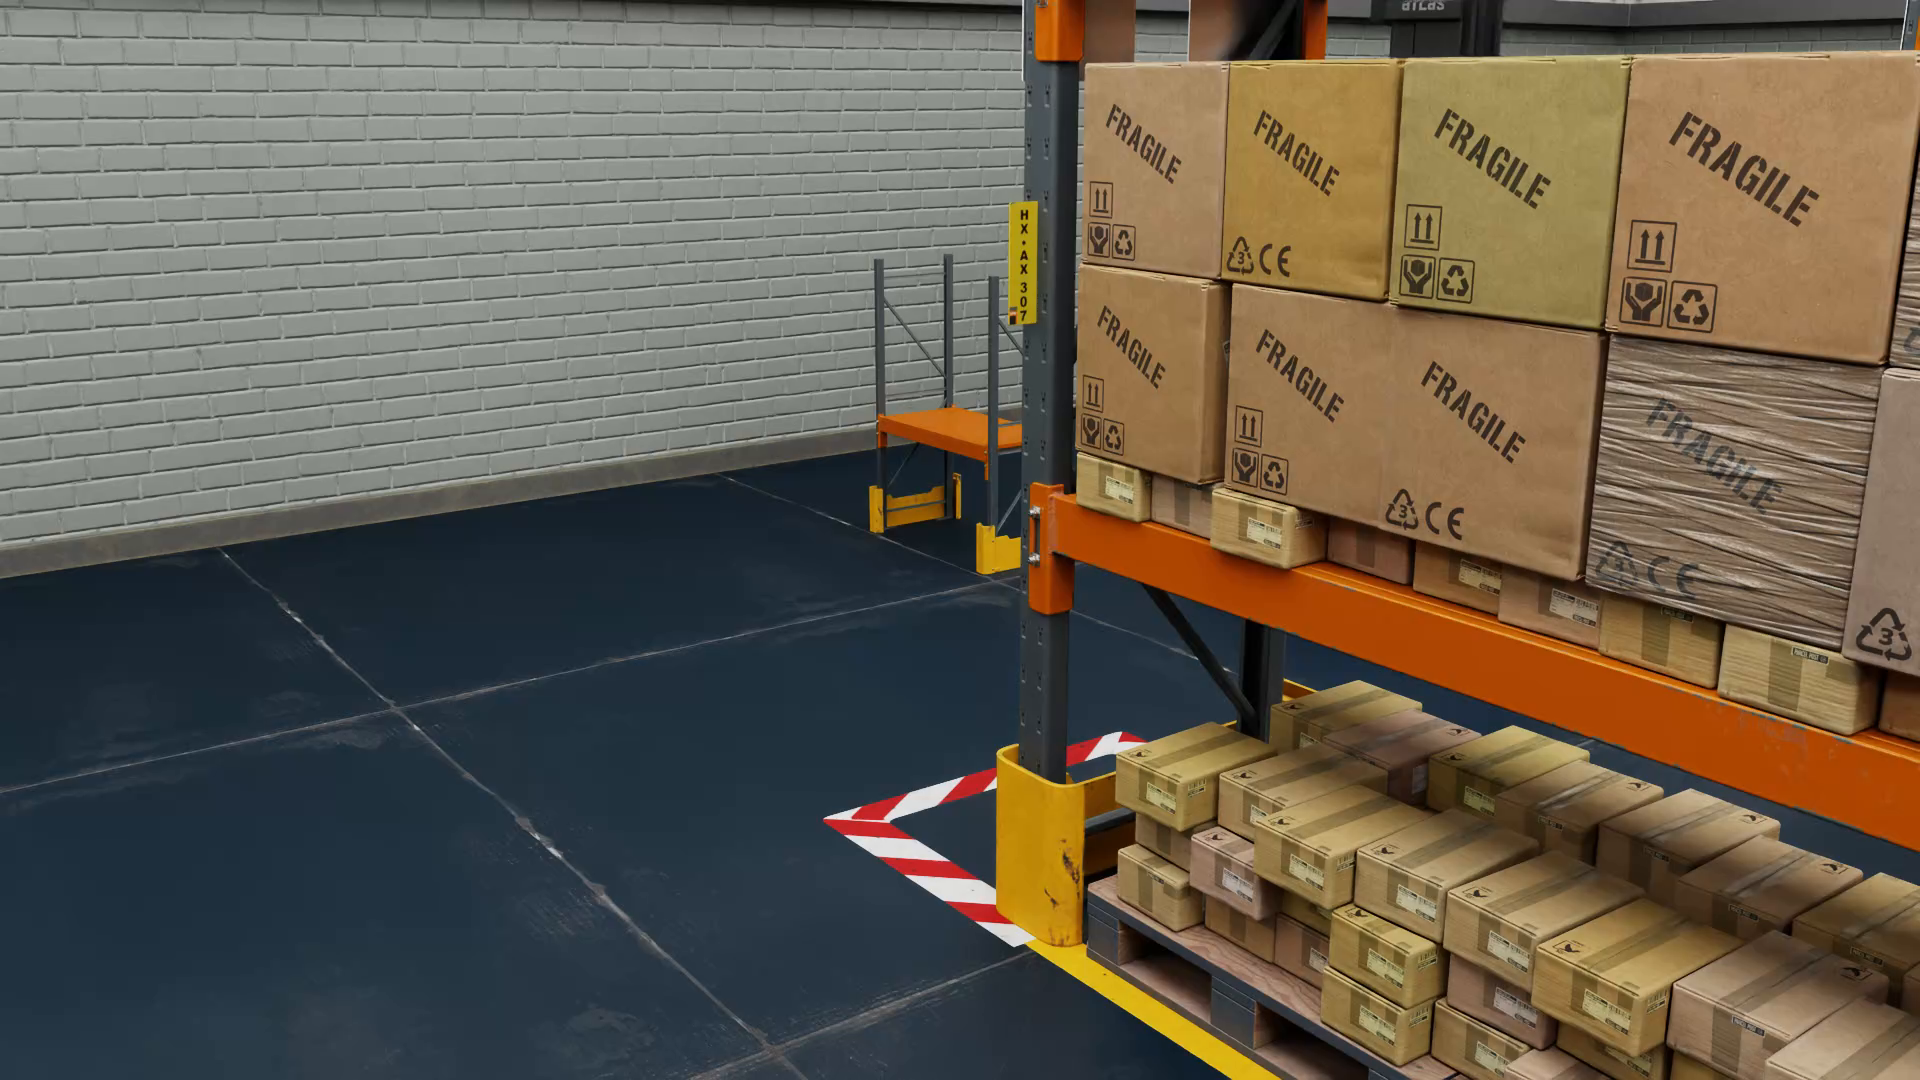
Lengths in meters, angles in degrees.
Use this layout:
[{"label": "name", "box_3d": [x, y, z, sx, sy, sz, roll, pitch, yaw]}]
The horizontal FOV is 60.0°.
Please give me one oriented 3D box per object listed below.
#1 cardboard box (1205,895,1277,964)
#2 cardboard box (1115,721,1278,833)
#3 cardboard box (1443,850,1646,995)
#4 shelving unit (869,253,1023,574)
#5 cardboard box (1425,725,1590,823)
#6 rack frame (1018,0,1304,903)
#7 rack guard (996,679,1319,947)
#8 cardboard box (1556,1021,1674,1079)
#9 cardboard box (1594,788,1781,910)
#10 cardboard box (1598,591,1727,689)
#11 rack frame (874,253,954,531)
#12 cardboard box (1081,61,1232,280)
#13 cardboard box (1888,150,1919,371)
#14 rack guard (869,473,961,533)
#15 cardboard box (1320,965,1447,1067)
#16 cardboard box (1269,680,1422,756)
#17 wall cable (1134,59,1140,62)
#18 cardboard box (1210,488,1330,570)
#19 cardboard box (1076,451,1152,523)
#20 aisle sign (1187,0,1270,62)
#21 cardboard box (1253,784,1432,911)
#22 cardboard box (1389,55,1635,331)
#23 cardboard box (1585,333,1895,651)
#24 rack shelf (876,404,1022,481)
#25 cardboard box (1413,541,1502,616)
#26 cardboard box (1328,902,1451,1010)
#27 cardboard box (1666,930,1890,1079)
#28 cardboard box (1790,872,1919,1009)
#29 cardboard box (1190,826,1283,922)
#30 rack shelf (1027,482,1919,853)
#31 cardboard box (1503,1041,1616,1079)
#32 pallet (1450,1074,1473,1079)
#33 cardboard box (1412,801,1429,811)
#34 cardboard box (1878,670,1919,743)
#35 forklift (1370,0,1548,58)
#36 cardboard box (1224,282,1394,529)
[{"label": "cardboard box", "box_3d": [0.880, 0.967, 4.465, 0.380, 0.149, 0.250, -11, 19, -35]}, {"label": "cardboard box", "box_3d": [0.644, 0.640, 4.533, 0.380, 0.149, 0.250, -12, 19, -37]}, {"label": "cardboard box", "box_3d": [1.316, 0.855, 3.748, 0.380, 0.149, 0.250, -10, 18, -32]}, {"label": "shelving unit", "box_3d": [0.045, -0.707, 8.819, 0.587, 1.500, 1.083, -11, 19, -35]}, {"label": "cardboard box", "box_3d": [1.484, 0.647, 4.506, 0.380, 0.149, 0.250, -11, 19, -36]}, {"label": "rack frame", "box_3d": [0.611, -0.410, 4.892, 1.000, 3.000, 0.127, -11, 19, -35]}, {"label": "rack guard", "box_3d": [0.656, 0.812, 5.163, 1.175, 0.500, 0.348, -11, 19, -35]}, {"label": "cardboard box", "box_3d": [1.531, 1.042, 3.630, 0.380, 0.149, 0.250, -10, 18, -32]}, {"label": "cardboard box", "box_3d": [1.788, 0.761, 4.090, 0.380, 0.149, 0.250, -10, 18, -33]}, {"label": "cardboard box", "box_3d": [1.495, 0.156, 3.298, 0.380, 0.149, 0.250, -10, 18, -33]}, {"label": "rack frame", "box_3d": [-0.249, -0.814, 9.208, 0.500, 1.500, 0.032, -11, 19, -35]}, {"label": "cardboard box", "box_3d": [0.660, -0.947, 4.207, 0.500, 0.500, 0.500, -11, 19, -35]}, {"label": "cardboard box", "box_3d": [1.870, -0.509, 2.608, 0.500, 0.500, 0.500, -10, 18, -33]}, {"label": "rack guard", "box_3d": [-0.248, -0.211, 9.372, 0.587, 0.250, 0.087, -11, 19, -35]}, {"label": "cardboard box", "box_3d": [1.093, 1.091, 4.013, 0.380, 0.149, 0.250, -11, 19, -34]}, {"label": "cardboard box", "box_3d": [1.127, 0.549, 4.865, 0.380, 0.149, 0.250, -11, 19, -34]}, {"label": "wall cable", "box_3d": [1.221, -2.905, 12.026, 0.585, 1.953, 0.123, -11, 19, -35]}, {"label": "cardboard box", "box_3d": [0.834, -0.055, 4.071, 0.380, 0.149, 0.250, -12, 19, -36]}, {"label": "cardboard box", "box_3d": [0.536, -0.169, 4.486, 0.380, 0.149, 0.250, -11, 19, -35]}, {"label": "aisle sign", "box_3d": [0.811, -1.726, 4.776, 0.394, 0.787, 0.004, -11, 19, -35]}, {"label": "cardboard box", "box_3d": [0.948, 0.754, 4.117, 0.380, 0.149, 0.250, -11, 19, -35]}, {"label": "cardboard box", "box_3d": [1.250, -0.726, 3.398, 0.500, 0.500, 0.500, -11, 19, -36]}, {"label": "cardboard box", "box_3d": [1.569, -0.138, 3.146, 0.500, 0.500, 0.500, -11, 19, -36]}, {"label": "rack shelf", "box_3d": [0.050, -0.532, 8.859, 0.538, 0.185, 1.000, -11, 19, -35]}, {"label": "cardboard box", "box_3d": [1.237, 0.041, 3.721, 0.380, 0.149, 0.250, -11, 19, -35]}, {"label": "cardboard box", "box_3d": [1.105, 0.948, 3.971, 0.380, 0.149, 0.250, -10, 18, -33]}, {"label": "cardboard box", "box_3d": [1.659, 0.957, 3.375, 0.380, 0.149, 0.250, -11, 19, -34]}, {"label": "cardboard box", "box_3d": [2.030, 0.886, 3.634, 0.380, 0.149, 0.250, -11, 19, -34]}, {"label": "cardboard box", "box_3d": [0.827, 0.838, 4.374, 0.380, 0.149, 0.250, -11, 19, -35]}, {"label": "rack shelf", "box_3d": [1.787, 0.364, 3.426, 1.077, 0.370, 4.000, -11, 19, -35]}, {"label": "cardboard box", "box_3d": [1.397, 1.197, 3.625, 0.380, 0.149, 0.250, -12, 19, -37]}, {"label": "pallet", "box_3d": [1.818, 1.391, 3.596, 1.003, 0.211, 1.213, -11, 19, -35]}, {"label": "cardboard box", "box_3d": [1.262, 0.752, 4.689, 0.380, 0.149, 0.250, -11, 19, -36]}, {"label": "cardboard box", "box_3d": [1.835, 0.261, 2.915, 0.380, 0.149, 0.250, -11, 19, -35]}, {"label": "forklift", "box_3d": [2.677, -1.116, 7.601, 3.031, 2.935, 1.130, 7, 17, 23]}, {"label": "cardboard box", "box_3d": [0.987, -0.353, 3.929, 0.500, 0.500, 0.500, -11, 19, -34]}]
